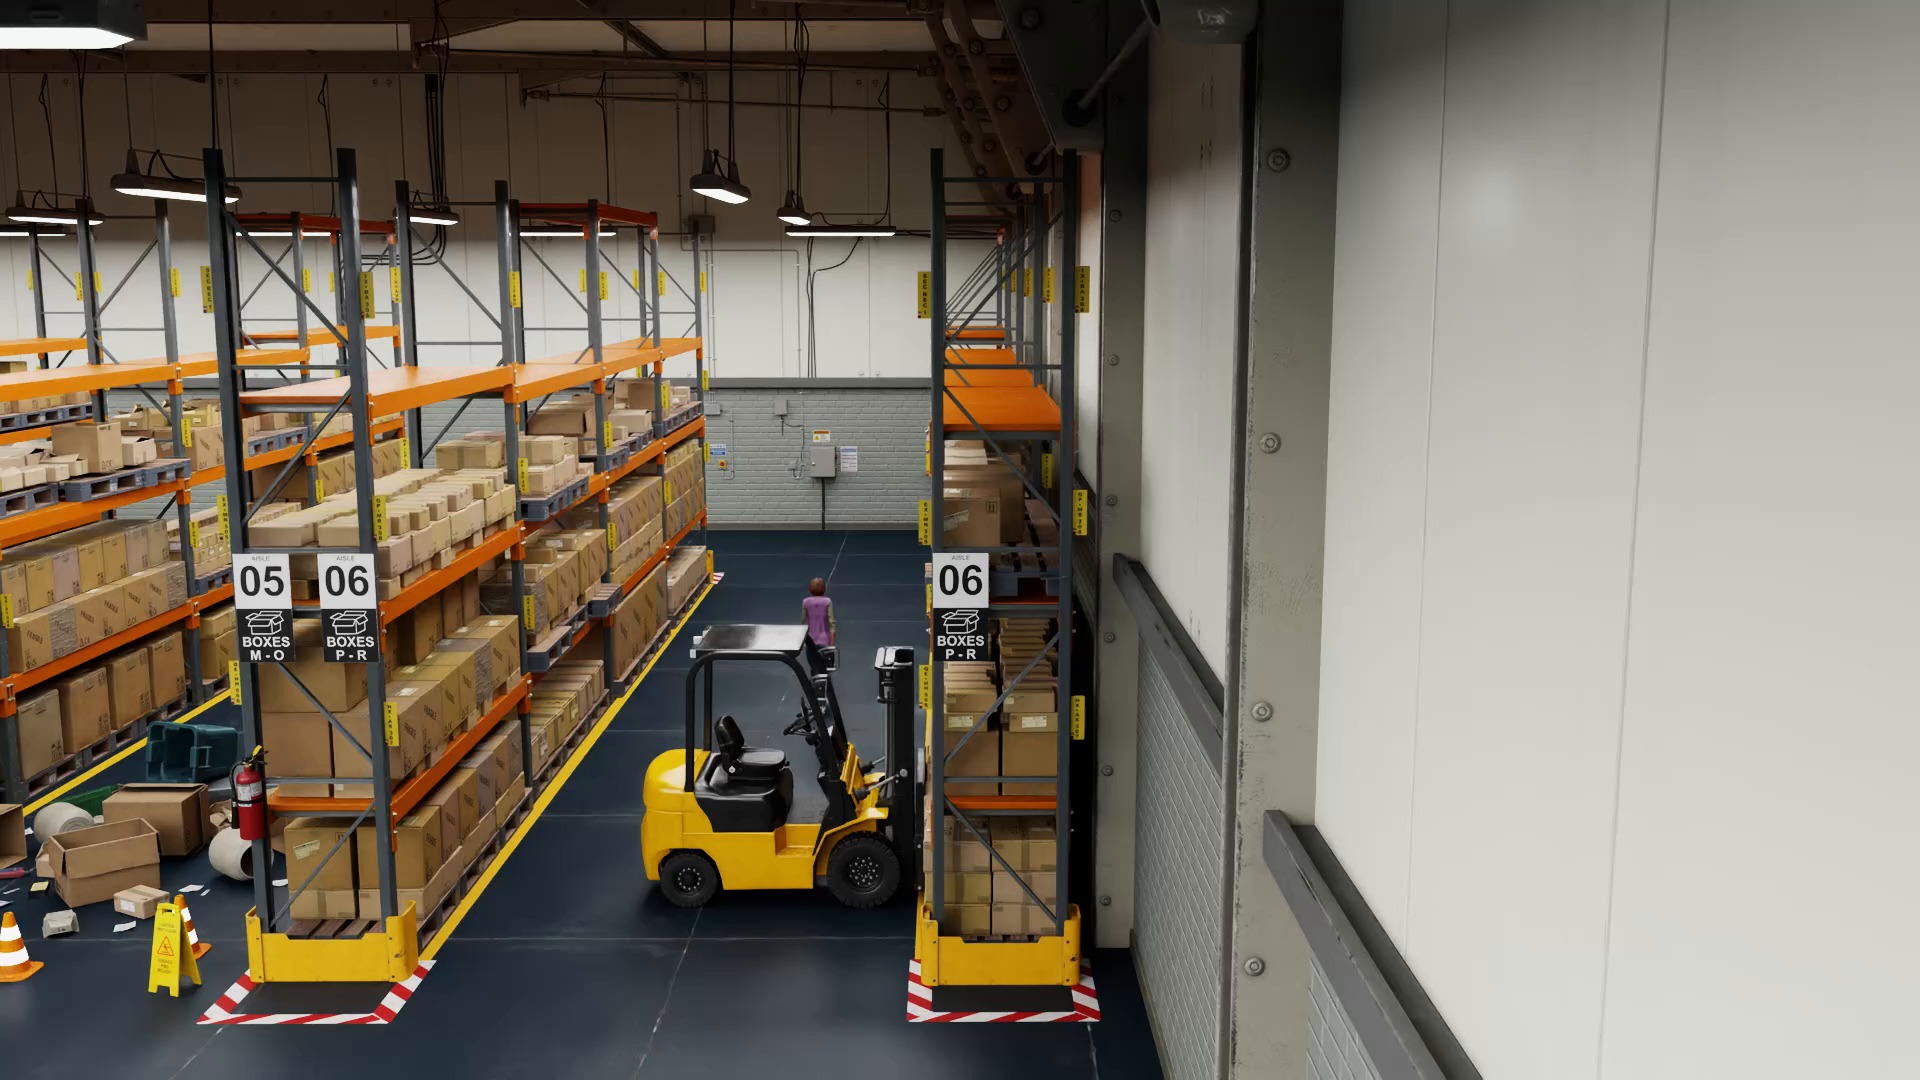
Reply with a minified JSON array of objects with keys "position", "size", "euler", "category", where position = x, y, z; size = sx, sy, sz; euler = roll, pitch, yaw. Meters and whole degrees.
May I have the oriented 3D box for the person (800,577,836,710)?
[{"position":[-1.691,1.208,19.810],"size":[0.416,1.552,0.841],"euler":[-2,9,-12],"category":"person"}]
